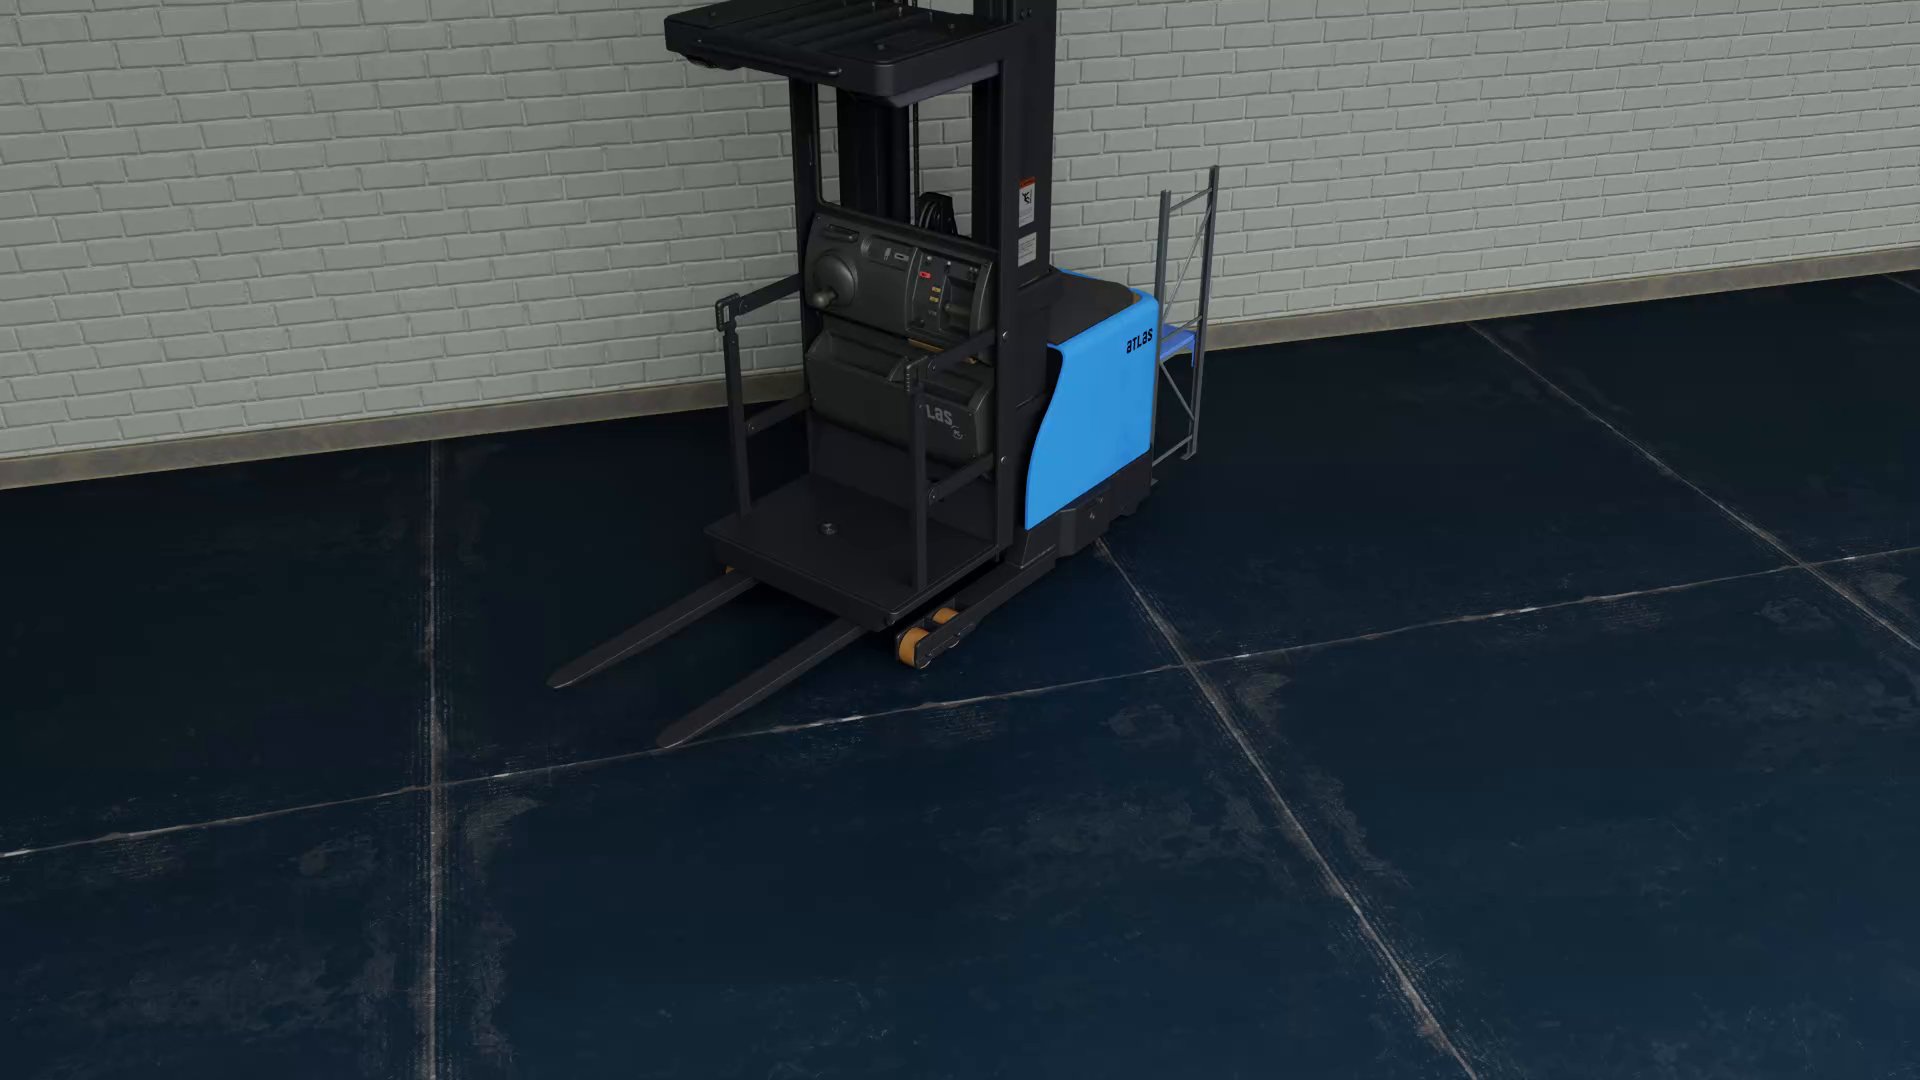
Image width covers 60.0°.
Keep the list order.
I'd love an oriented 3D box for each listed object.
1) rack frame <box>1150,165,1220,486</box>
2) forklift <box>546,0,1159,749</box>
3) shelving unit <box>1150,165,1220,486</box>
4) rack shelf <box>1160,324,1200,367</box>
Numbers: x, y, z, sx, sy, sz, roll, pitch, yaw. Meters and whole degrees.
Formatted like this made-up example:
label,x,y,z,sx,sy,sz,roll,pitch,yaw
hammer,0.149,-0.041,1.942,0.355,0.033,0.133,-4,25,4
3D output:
label,x,y,z,sx,sy,sz,roll,pitch,yaw
rack frame,1.054,-1.004,7.984,0.032,1.500,0.500,20,35,31
forklift,-0.389,-1.021,6.588,1.130,2.935,3.031,22,36,32
shelving unit,0.643,-1.154,8.243,1.048,1.500,0.538,20,35,31
rack shelf,0.643,-0.998,8.333,1.000,0.185,0.538,20,35,31
